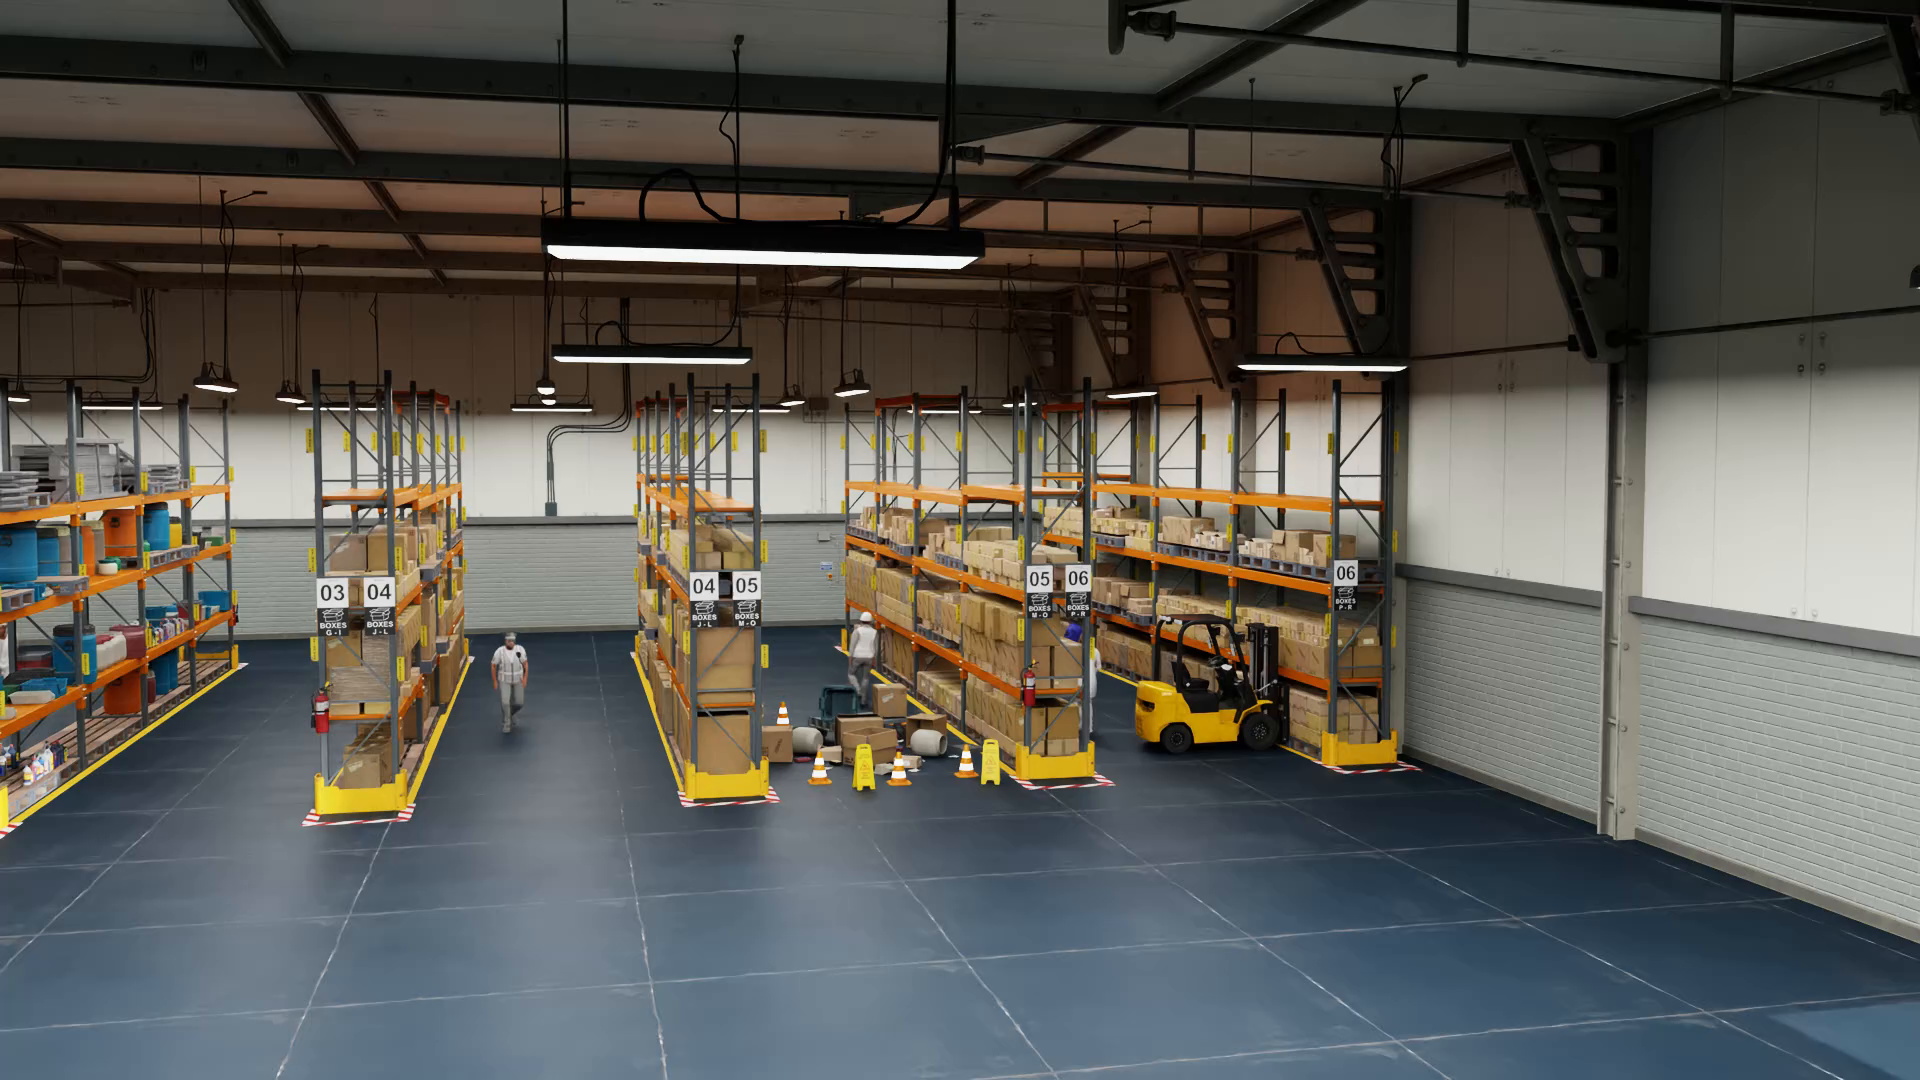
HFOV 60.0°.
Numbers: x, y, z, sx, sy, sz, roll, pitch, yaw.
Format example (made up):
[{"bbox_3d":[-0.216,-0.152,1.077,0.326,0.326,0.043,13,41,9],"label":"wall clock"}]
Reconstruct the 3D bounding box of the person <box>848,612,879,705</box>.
[{"bbox_3d":[-1.879,2.267,31.945,0.638,1.771,0.464,-1,3,-16],"label":"person"}]

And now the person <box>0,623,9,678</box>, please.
[{"bbox_3d":[-17.747,2.353,30.713,0.535,1.728,1.096,-1,3,-17],"label":"person"}]

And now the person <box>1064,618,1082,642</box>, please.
[{"bbox_3d":[2.238,2.276,33.070,0.505,1.679,0.383,-3,5,-43],"label":"person"}]

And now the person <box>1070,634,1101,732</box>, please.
[{"bbox_3d":[2.176,2.528,29.094,0.667,1.600,0.837,-1,3,-12],"label":"person"}]

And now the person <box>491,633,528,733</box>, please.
[{"bbox_3d":[-7.888,2.463,29.112,0.626,1.742,0.637,-1,4,-24],"label":"person"}]
